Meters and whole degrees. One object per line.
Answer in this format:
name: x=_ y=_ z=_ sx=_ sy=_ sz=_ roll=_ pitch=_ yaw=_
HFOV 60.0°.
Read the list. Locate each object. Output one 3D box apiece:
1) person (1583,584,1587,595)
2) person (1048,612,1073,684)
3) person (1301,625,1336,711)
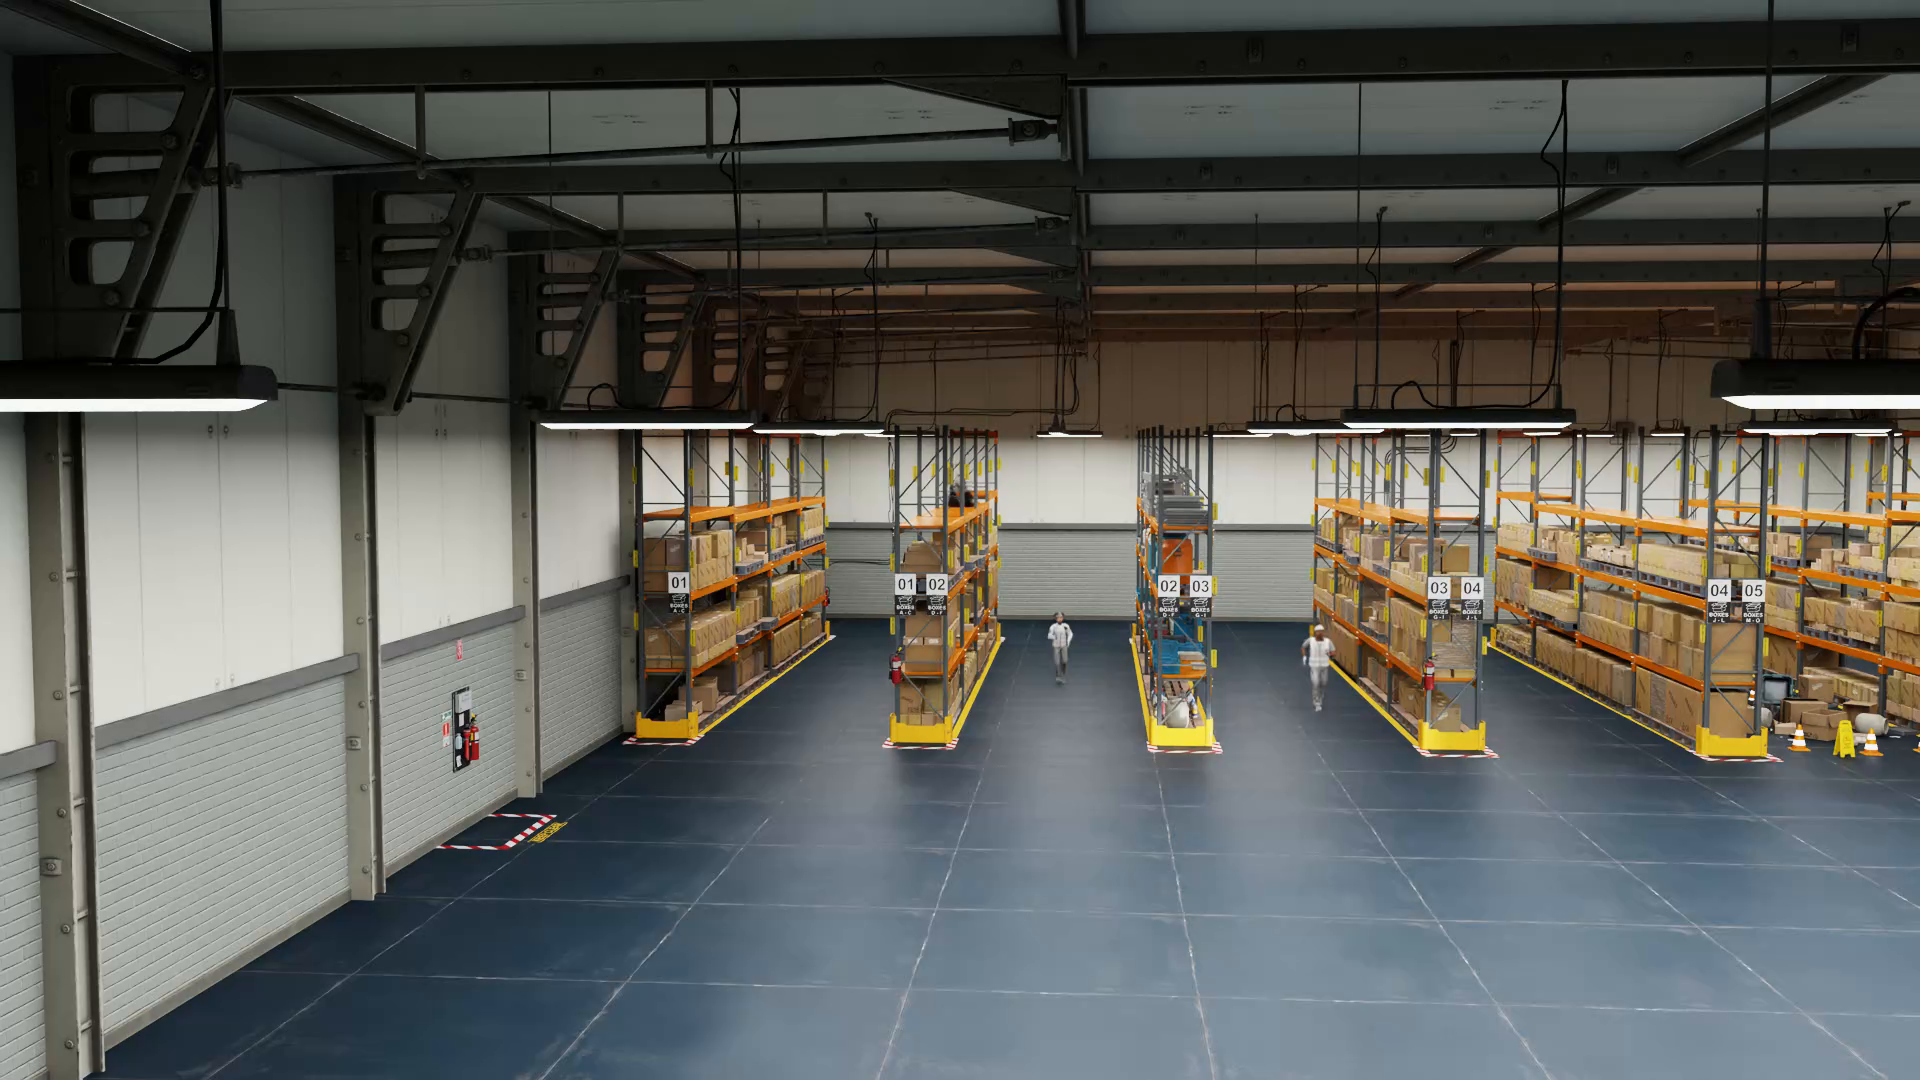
person: x=17.662 y=2.064 z=47.291 sx=0.538 sy=1.637 sz=0.565 roll=0 pitch=3 yaw=6
person: x=2.364 y=2.537 z=39.065 sx=0.594 sy=1.711 sz=0.638 roll=0 pitch=3 yaw=-1
person: x=7.612 y=2.681 z=35.246 sx=0.683 sy=1.771 sz=0.997 roll=0 pitch=3 yaw=1
